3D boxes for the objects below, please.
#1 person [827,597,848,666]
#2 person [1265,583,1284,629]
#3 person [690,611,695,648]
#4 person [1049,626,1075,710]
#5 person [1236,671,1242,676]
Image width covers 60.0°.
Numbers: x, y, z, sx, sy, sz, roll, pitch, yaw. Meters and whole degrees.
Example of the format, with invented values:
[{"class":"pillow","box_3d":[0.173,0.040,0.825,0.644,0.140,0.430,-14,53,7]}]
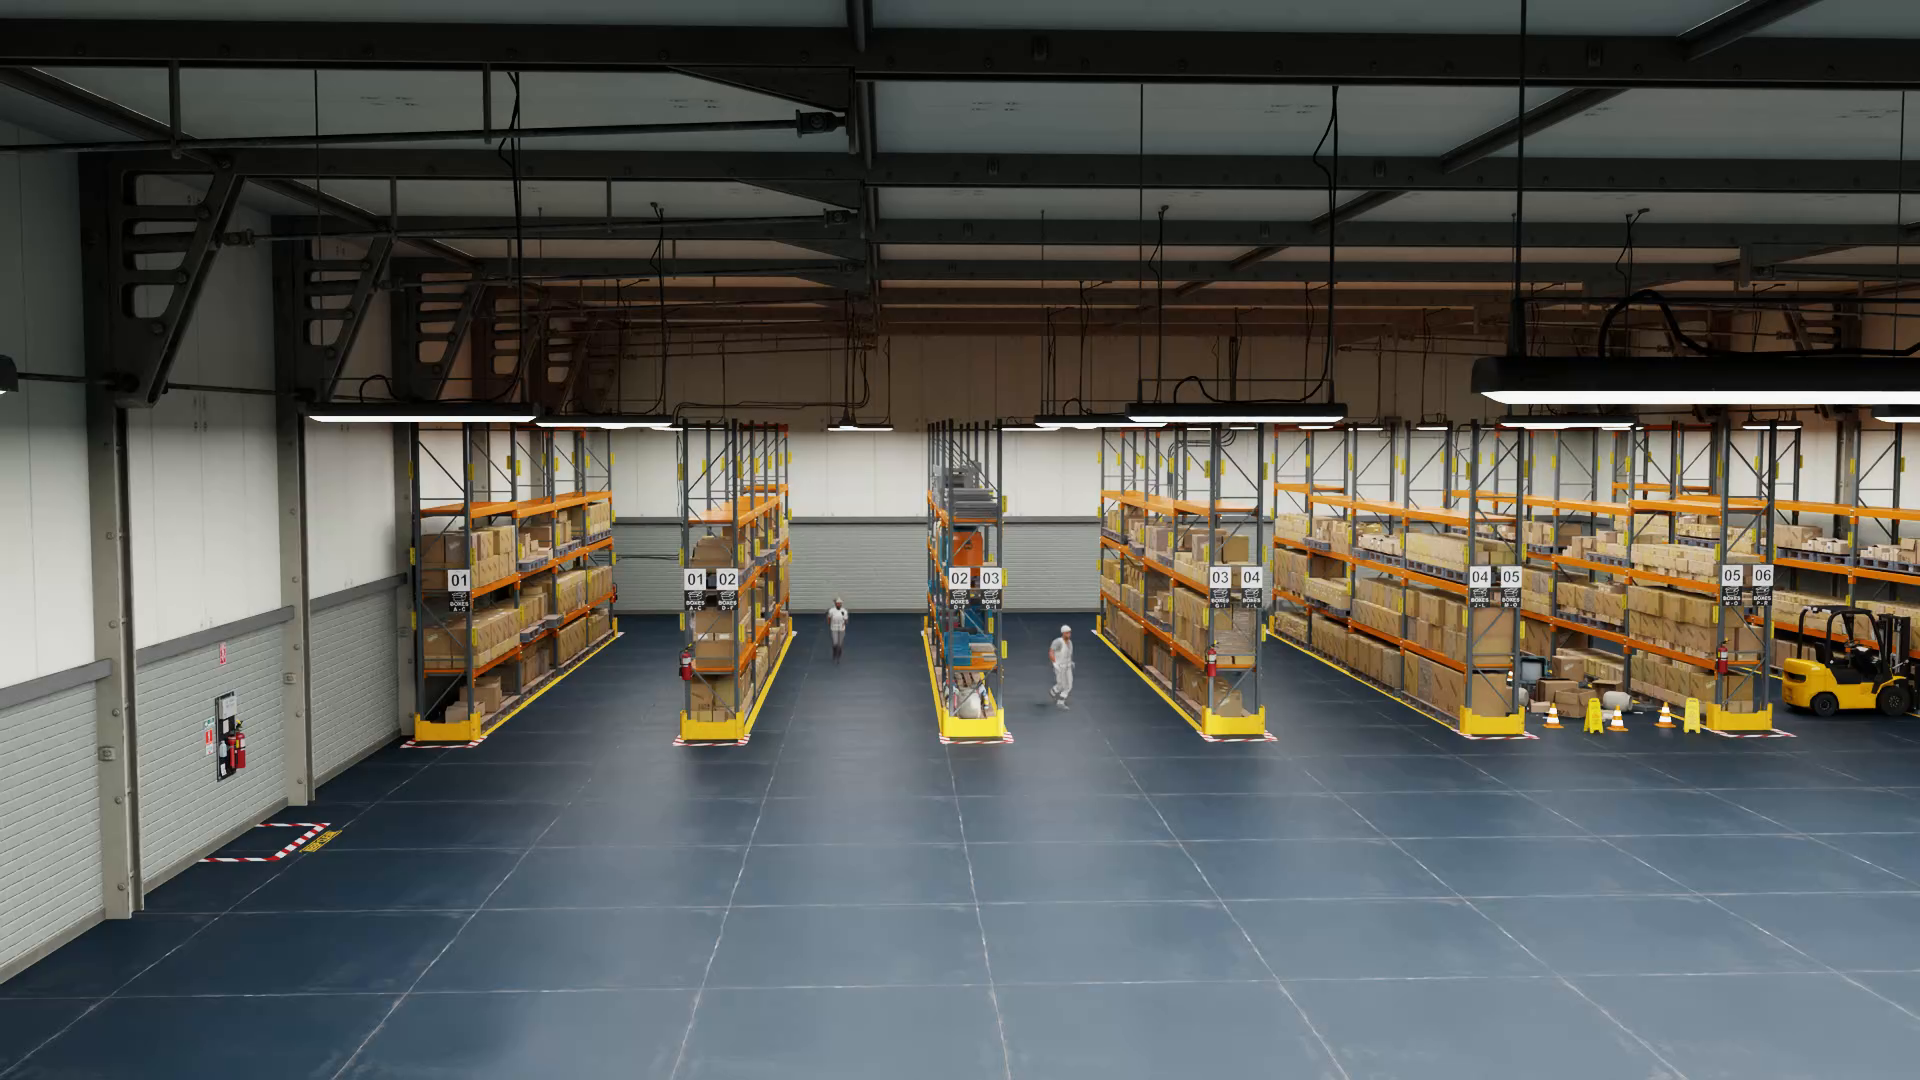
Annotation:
[{"class":"person","box_3d":[-3.018,2.261,41.212,0.494,1.710,0.789,-1,4,-13]},{"class":"person","box_3d":[9.329,1.757,48.771,0.685,1.792,0.694,-2,4,-29]},{"class":"person","box_3d":[-6.674,2.233,42.275,0.703,1.580,0.940,-1,4,-20]},{"class":"person","box_3d":[2.081,2.644,34.650,0.699,1.751,0.626,-3,5,-38]},{"class":"person","box_3d":[6.591,2.448,39.443,0.615,1.461,1.061,1,4,8]}]
